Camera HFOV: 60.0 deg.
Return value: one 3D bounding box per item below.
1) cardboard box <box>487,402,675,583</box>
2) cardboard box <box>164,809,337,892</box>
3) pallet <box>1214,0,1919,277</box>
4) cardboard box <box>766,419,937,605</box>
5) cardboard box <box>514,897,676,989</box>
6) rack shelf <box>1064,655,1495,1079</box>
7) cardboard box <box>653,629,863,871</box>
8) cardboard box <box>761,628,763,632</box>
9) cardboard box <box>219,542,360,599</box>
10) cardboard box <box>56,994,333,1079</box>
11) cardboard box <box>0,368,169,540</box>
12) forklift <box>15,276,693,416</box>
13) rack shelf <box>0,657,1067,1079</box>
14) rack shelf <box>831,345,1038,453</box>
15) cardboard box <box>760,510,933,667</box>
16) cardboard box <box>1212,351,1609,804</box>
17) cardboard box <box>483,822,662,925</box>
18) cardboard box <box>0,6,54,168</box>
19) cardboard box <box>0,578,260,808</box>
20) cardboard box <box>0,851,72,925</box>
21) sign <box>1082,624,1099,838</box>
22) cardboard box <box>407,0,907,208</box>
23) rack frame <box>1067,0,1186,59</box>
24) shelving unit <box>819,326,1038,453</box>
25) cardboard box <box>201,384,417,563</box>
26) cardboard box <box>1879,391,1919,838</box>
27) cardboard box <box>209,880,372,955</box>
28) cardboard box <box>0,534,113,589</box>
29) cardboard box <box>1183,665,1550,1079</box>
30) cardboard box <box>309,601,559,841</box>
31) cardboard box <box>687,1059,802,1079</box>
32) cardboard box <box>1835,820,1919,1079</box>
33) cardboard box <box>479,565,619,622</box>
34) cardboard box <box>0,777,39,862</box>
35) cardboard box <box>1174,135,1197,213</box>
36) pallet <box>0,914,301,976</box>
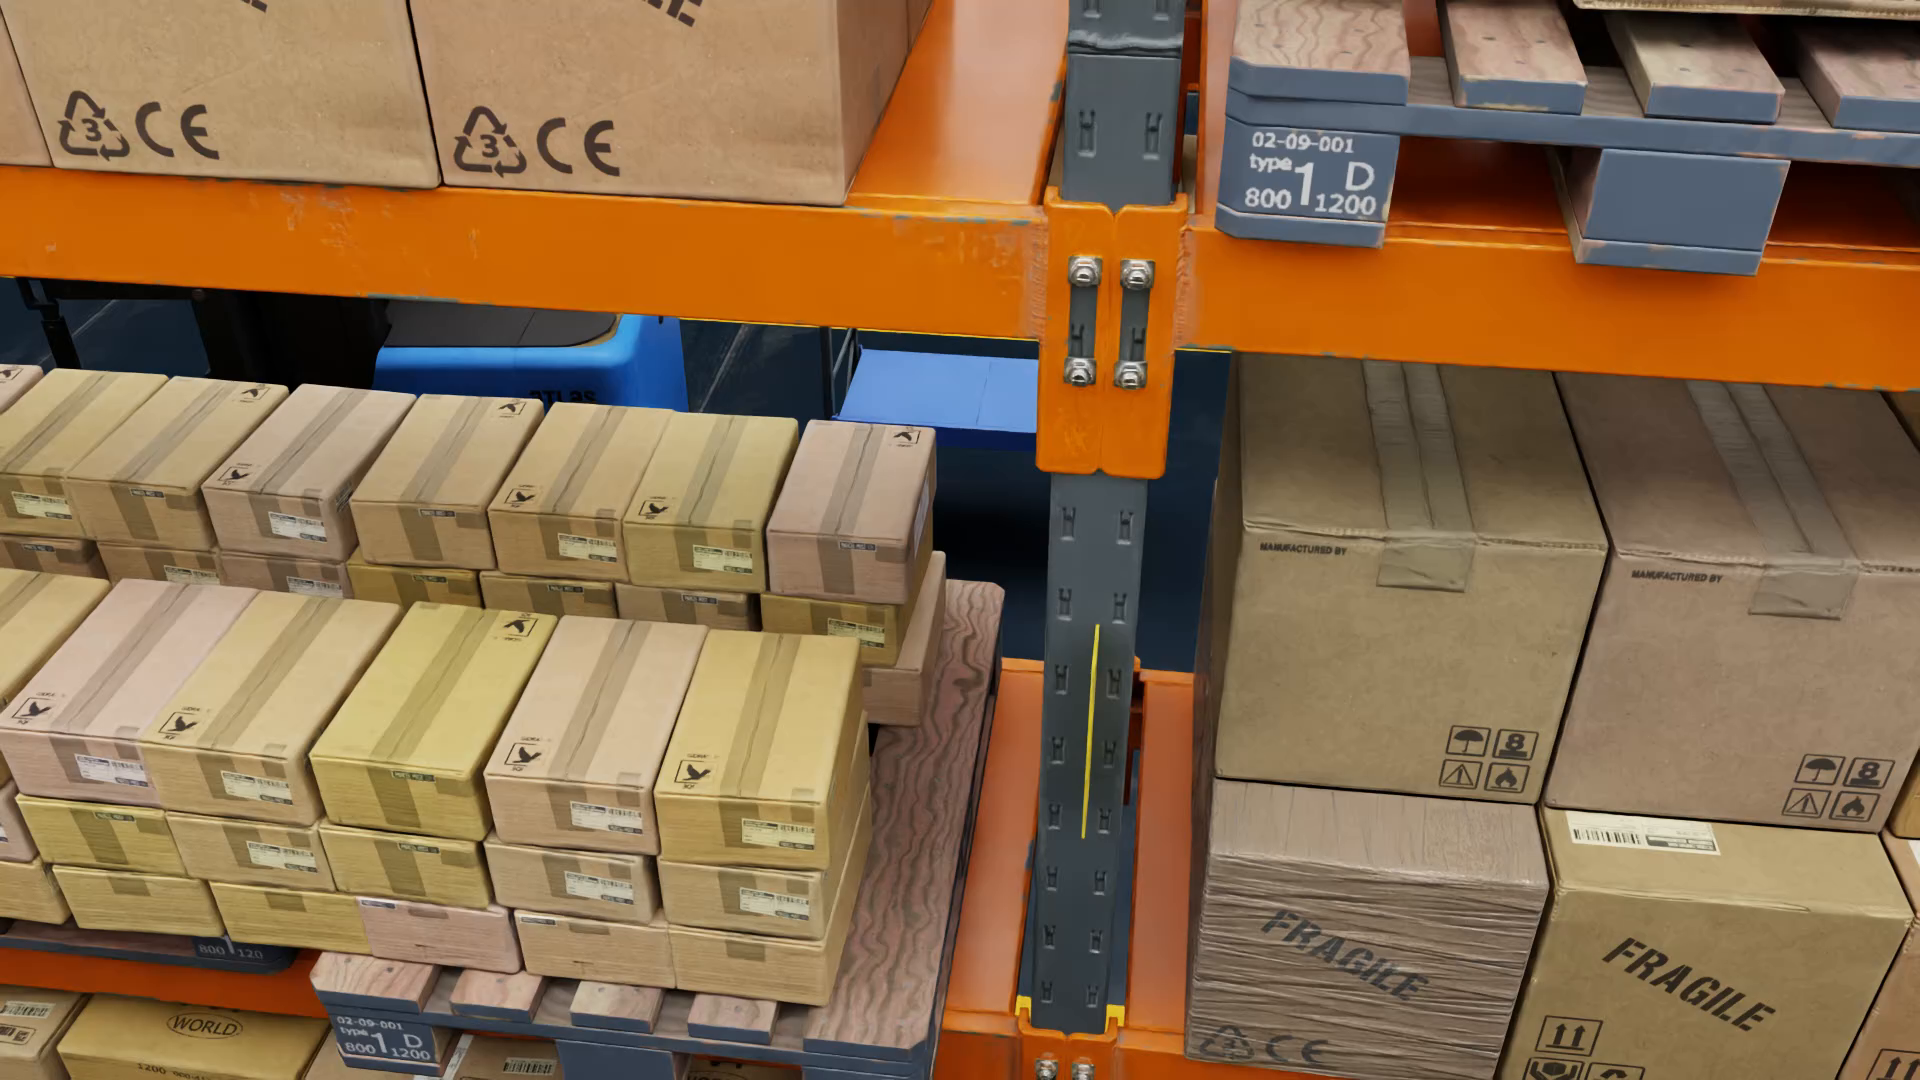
[{"bbox_3d":[-0.699,-0.097,3.146,0.250,0.149,0.380,4,36,6],"label":"cardboard box"},{"bbox_3d":[-1.078,0.380,2.735,0.250,0.149,0.380,4,36,6],"label":"cardboard box"},{"bbox_3d":[0.890,-0.728,2.268,1.003,0.211,1.213,6,36,8],"label":"pallet"},{"bbox_3d":[-0.194,-0.058,3.092,0.250,0.149,0.380,4,36,6],"label":"cardboard box"},{"bbox_3d":[-0.549,0.539,2.767,0.250,0.149,0.380,4,36,6],"label":"cardboard box"},{"bbox_3d":[2.228,0.840,3.110,4.000,0.370,1.077,4,36,6],"label":"rack shelf"},{"bbox_3d":[-0.300,0.316,2.567,0.250,0.149,0.380,3,36,4],"label":"cardboard box"},{"bbox_3d":[-0.440,0.161,3.297,0.250,0.149,0.380,6,36,8],"label":"cardboard box"},{"bbox_3d":[-1.241,-0.016,3.289,0.250,0.149,0.380,4,36,6],"label":"cardboard box"},{"bbox_3d":[-1.472,0.963,3.463,0.500,0.250,0.500,5,36,7],"label":"cardboard box"},{"bbox_3d":[-1.740,-0.174,3.255,0.250,0.149,0.380,4,36,5],"label":"cardboard box"},{"bbox_3d":[-2.547,-1.191,5.396,3.031,2.935,1.130,0,36,0],"label":"forklift"},{"bbox_3d":[-1.739,0.544,3.525,4.000,0.370,1.077,4,36,6],"label":"rack shelf"},{"bbox_3d":[0.085,-0.458,5.910,1.000,0.185,0.538,4,36,6],"label":"rack shelf"},{"bbox_3d":[-0.209,0.058,3.185,0.250,0.149,0.380,6,36,8],"label":"cardboard box"},{"bbox_3d":[0.689,-0.010,2.734,0.500,0.500,0.700,4,36,6],"label":"cardboard box"},{"bbox_3d":[-0.568,0.416,2.683,0.250,0.149,0.380,6,36,8],"label":"cardboard box"},{"bbox_3d":[-1.347,-0.827,2.159,0.500,0.500,0.500,4,36,6],"label":"cardboard box"},{"bbox_3d":[-1.312,0.238,2.677,0.250,0.149,0.380,4,36,6],"label":"cardboard box"},{"bbox_3d":[-1.575,0.461,2.877,0.250,0.149,0.380,5,36,7],"label":"cardboard box"},{"bbox_3d":[0.185,0.273,2.356,0.005,0.325,0.100,4,36,6],"label":"sign"},{"bbox_3d":[-0.354,-0.758,2.062,0.500,0.500,0.500,4,36,6],"label":"cardboard box"},{"bbox_3d":[0.245,-2.043,1.366,0.127,3.000,1.000,4,36,6],"label":"rack frame"},{"bbox_3d":[0.085,-0.604,5.805,1.048,1.500,0.538,4,36,6],"label":"shelving unit"},{"bbox_3d":[-1.230,-0.135,3.200,0.250,0.149,0.380,6,36,8],"label":"cardboard box"},{"bbox_3d":[1.699,0.064,2.632,0.500,0.500,0.700,4,36,5],"label":"cardboard box"},{"bbox_3d":[-1.051,0.500,2.822,0.250,0.149,0.380,4,36,5],"label":"cardboard box"},{"bbox_3d":[-1.755,-0.054,3.343,0.250,0.149,0.380,6,36,8],"label":"cardboard box"},{"bbox_3d":[0.655,0.547,2.815,0.500,0.500,0.500,5,36,6],"label":"cardboard box"},{"bbox_3d":[-0.809,0.277,2.622,0.250,0.149,0.380,5,36,7],"label":"cardboard box"},{"bbox_3d":[-0.467,1.041,3.354,0.500,0.250,0.500,3,36,5],"label":"cardboard box"},{"bbox_3d":[1.660,0.621,2.712,0.500,0.500,0.500,4,36,6],"label":"cardboard box"},{"bbox_3d":[-0.744,0.021,3.237,0.250,0.149,0.380,3,36,4],"label":"cardboard box"},{"bbox_3d":[-1.583,0.341,2.789,0.250,0.149,0.380,5,36,7],"label":"cardboard box"},{"bbox_3d":[1.334,-1.514,7.690,0.625,0.372,0.950,2,36,3],"label":"cardboard box"},{"bbox_3d":[-1.724,0.354,3.336,1.213,0.211,1.003,4,36,6],"label":"pallet"}]
